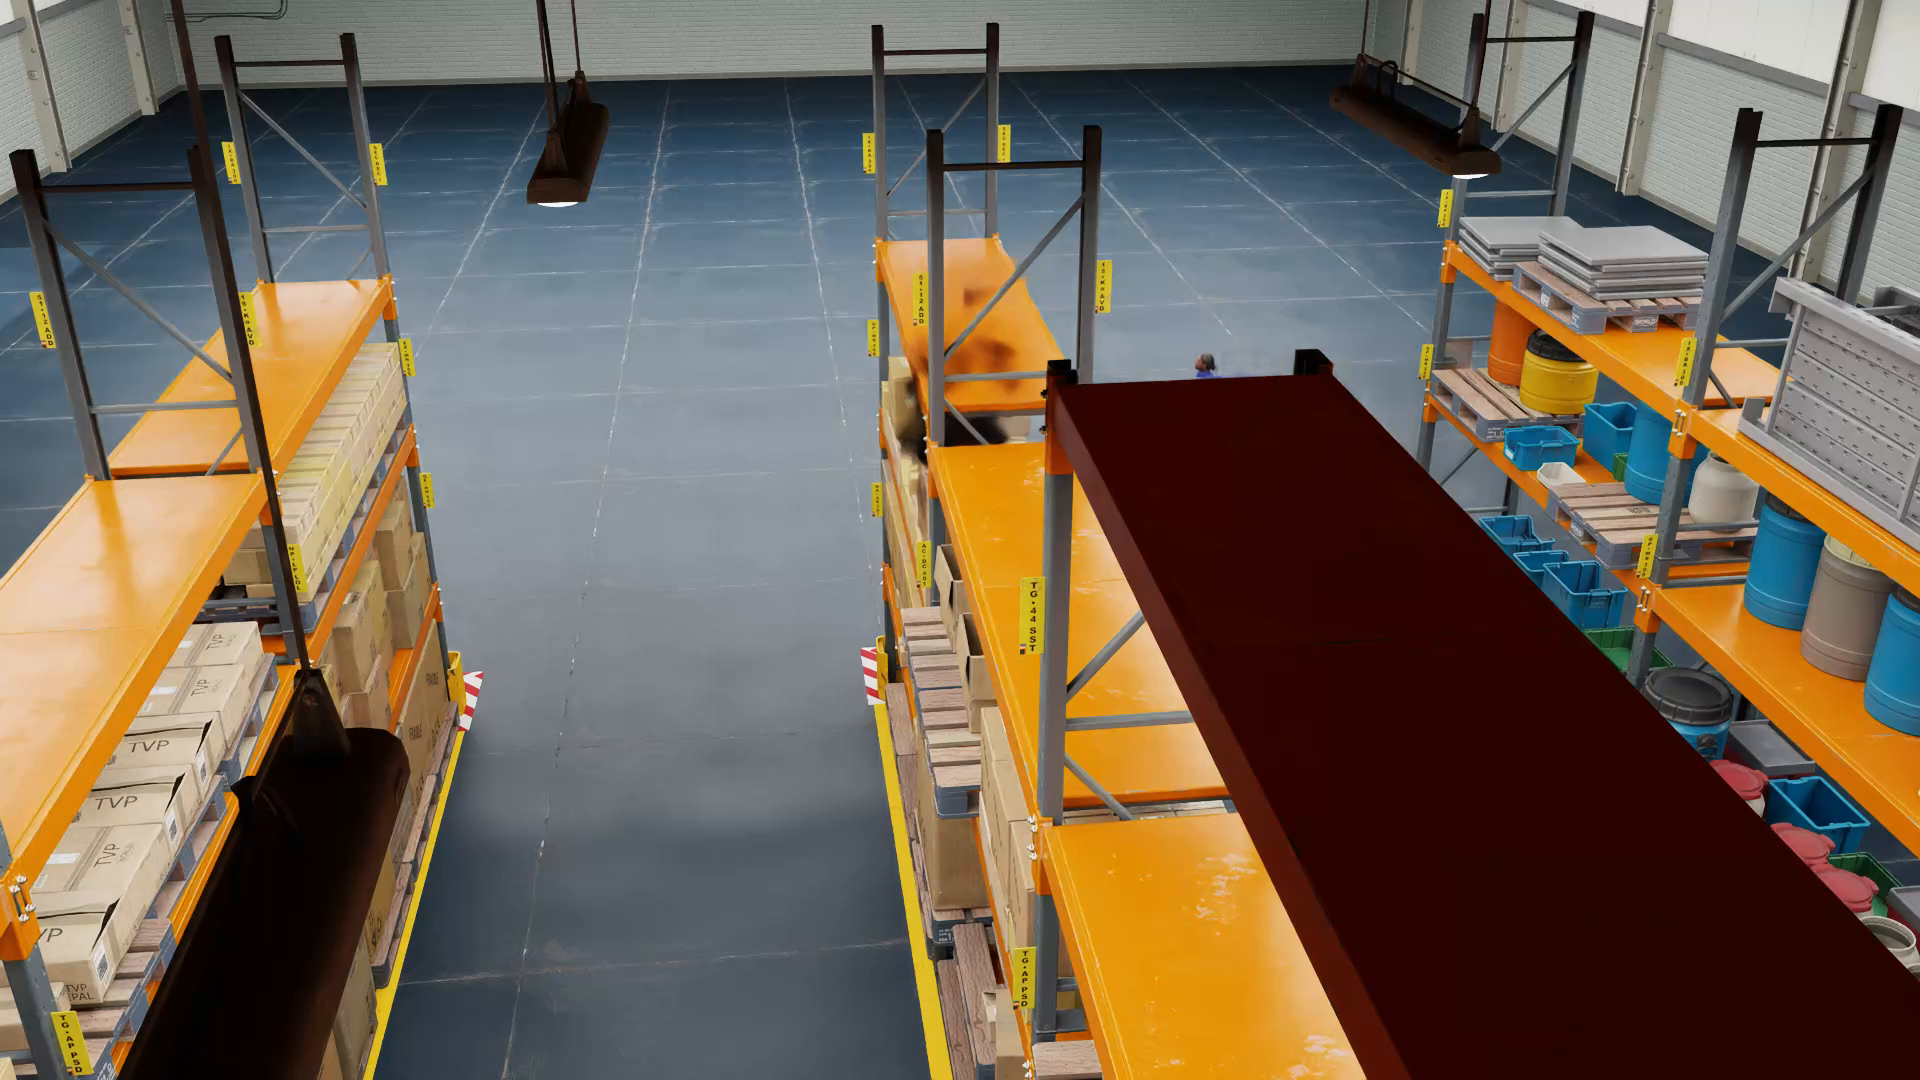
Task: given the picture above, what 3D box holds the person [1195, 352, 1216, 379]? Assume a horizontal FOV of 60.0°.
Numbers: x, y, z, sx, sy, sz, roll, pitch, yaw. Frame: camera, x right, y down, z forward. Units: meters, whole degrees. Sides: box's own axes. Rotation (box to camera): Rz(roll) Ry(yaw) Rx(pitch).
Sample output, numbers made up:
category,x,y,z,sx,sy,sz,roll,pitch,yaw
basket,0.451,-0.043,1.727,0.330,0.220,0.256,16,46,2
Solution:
category,x,y,z,sx,sy,sz,roll,pitch,yaw
person,2.898,-1.447,19.692,0.589,1.615,0.575,5,26,11
